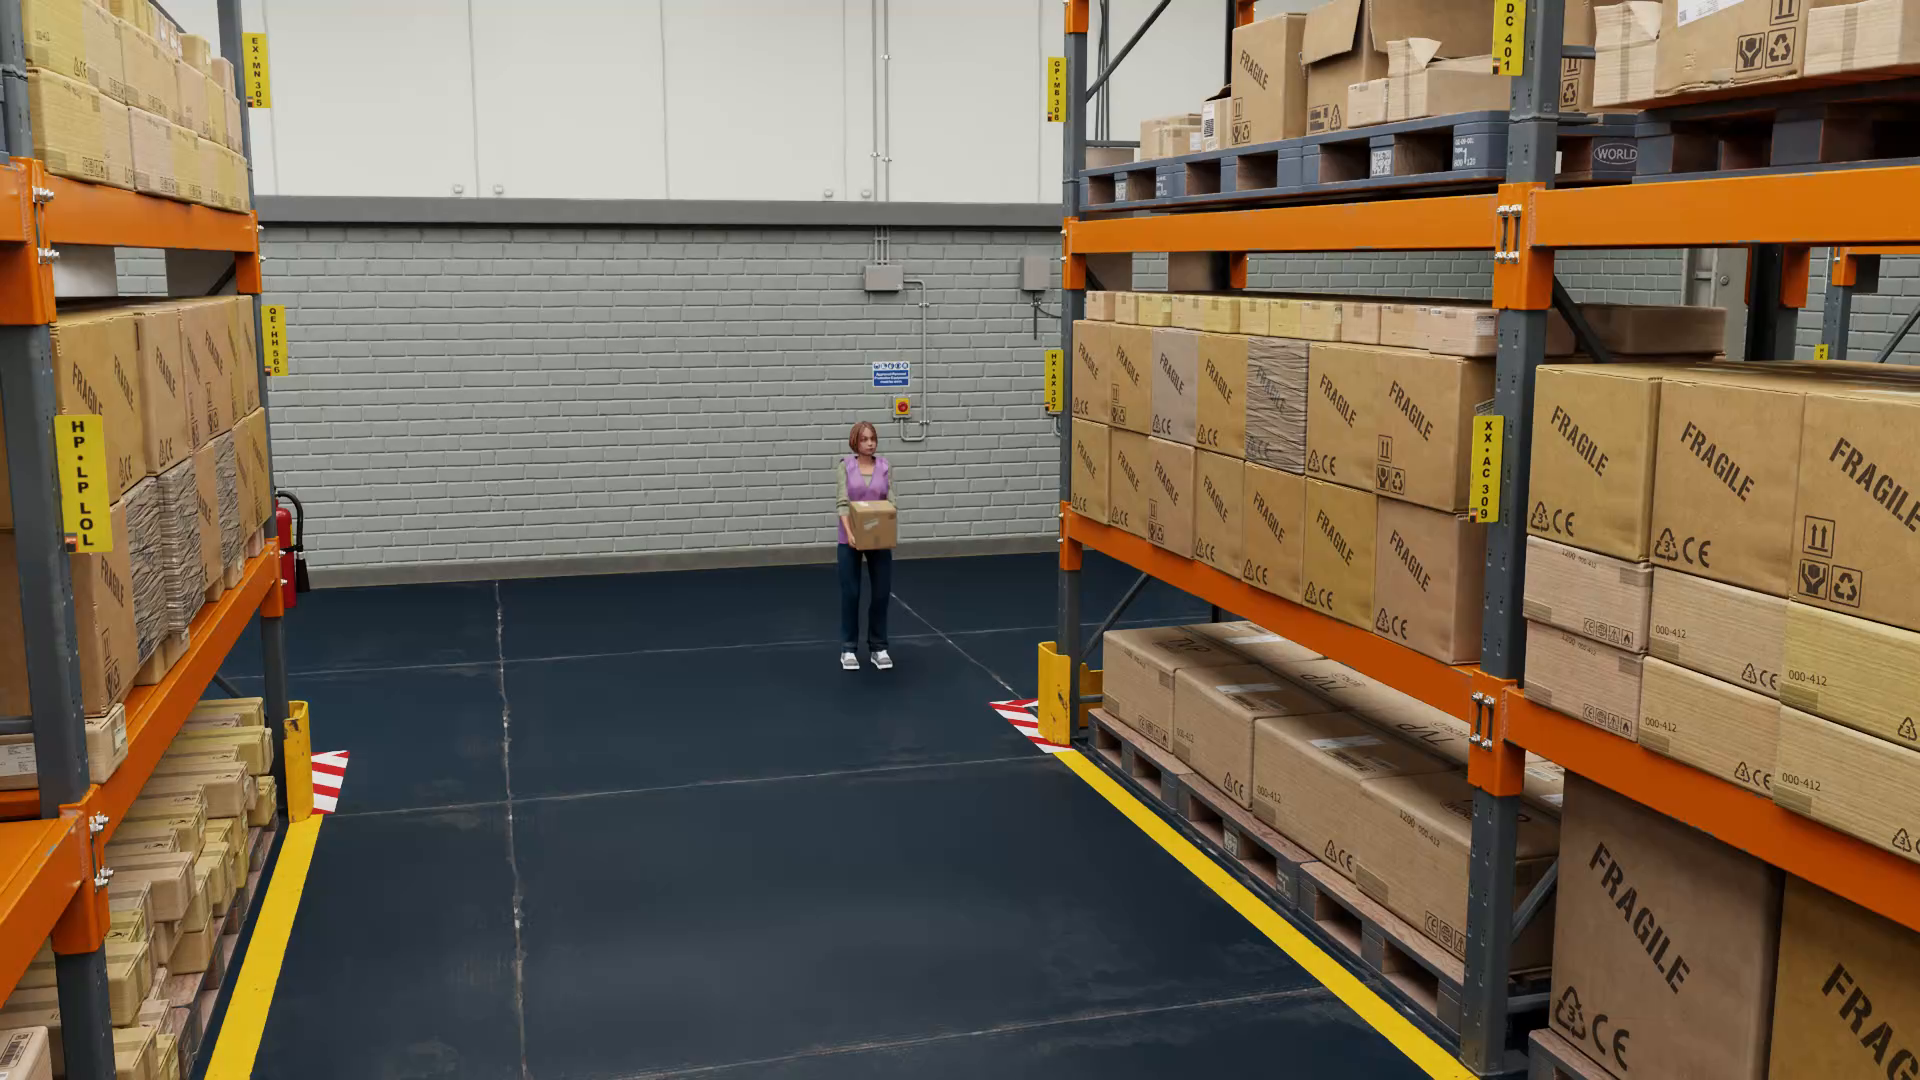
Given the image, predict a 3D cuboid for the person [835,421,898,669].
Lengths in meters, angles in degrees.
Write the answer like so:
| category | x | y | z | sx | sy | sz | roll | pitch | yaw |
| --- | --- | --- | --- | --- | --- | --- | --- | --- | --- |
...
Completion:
| category | x | y | z | sx | sy | sz | roll | pitch | yaw |
| --- | --- | --- | --- | --- | --- | --- | --- | --- | --- |
| person | -0.593 | 0.045 | 10.660 | 0.404 | 1.592 | 0.494 | -3 | 10 | -15 |
